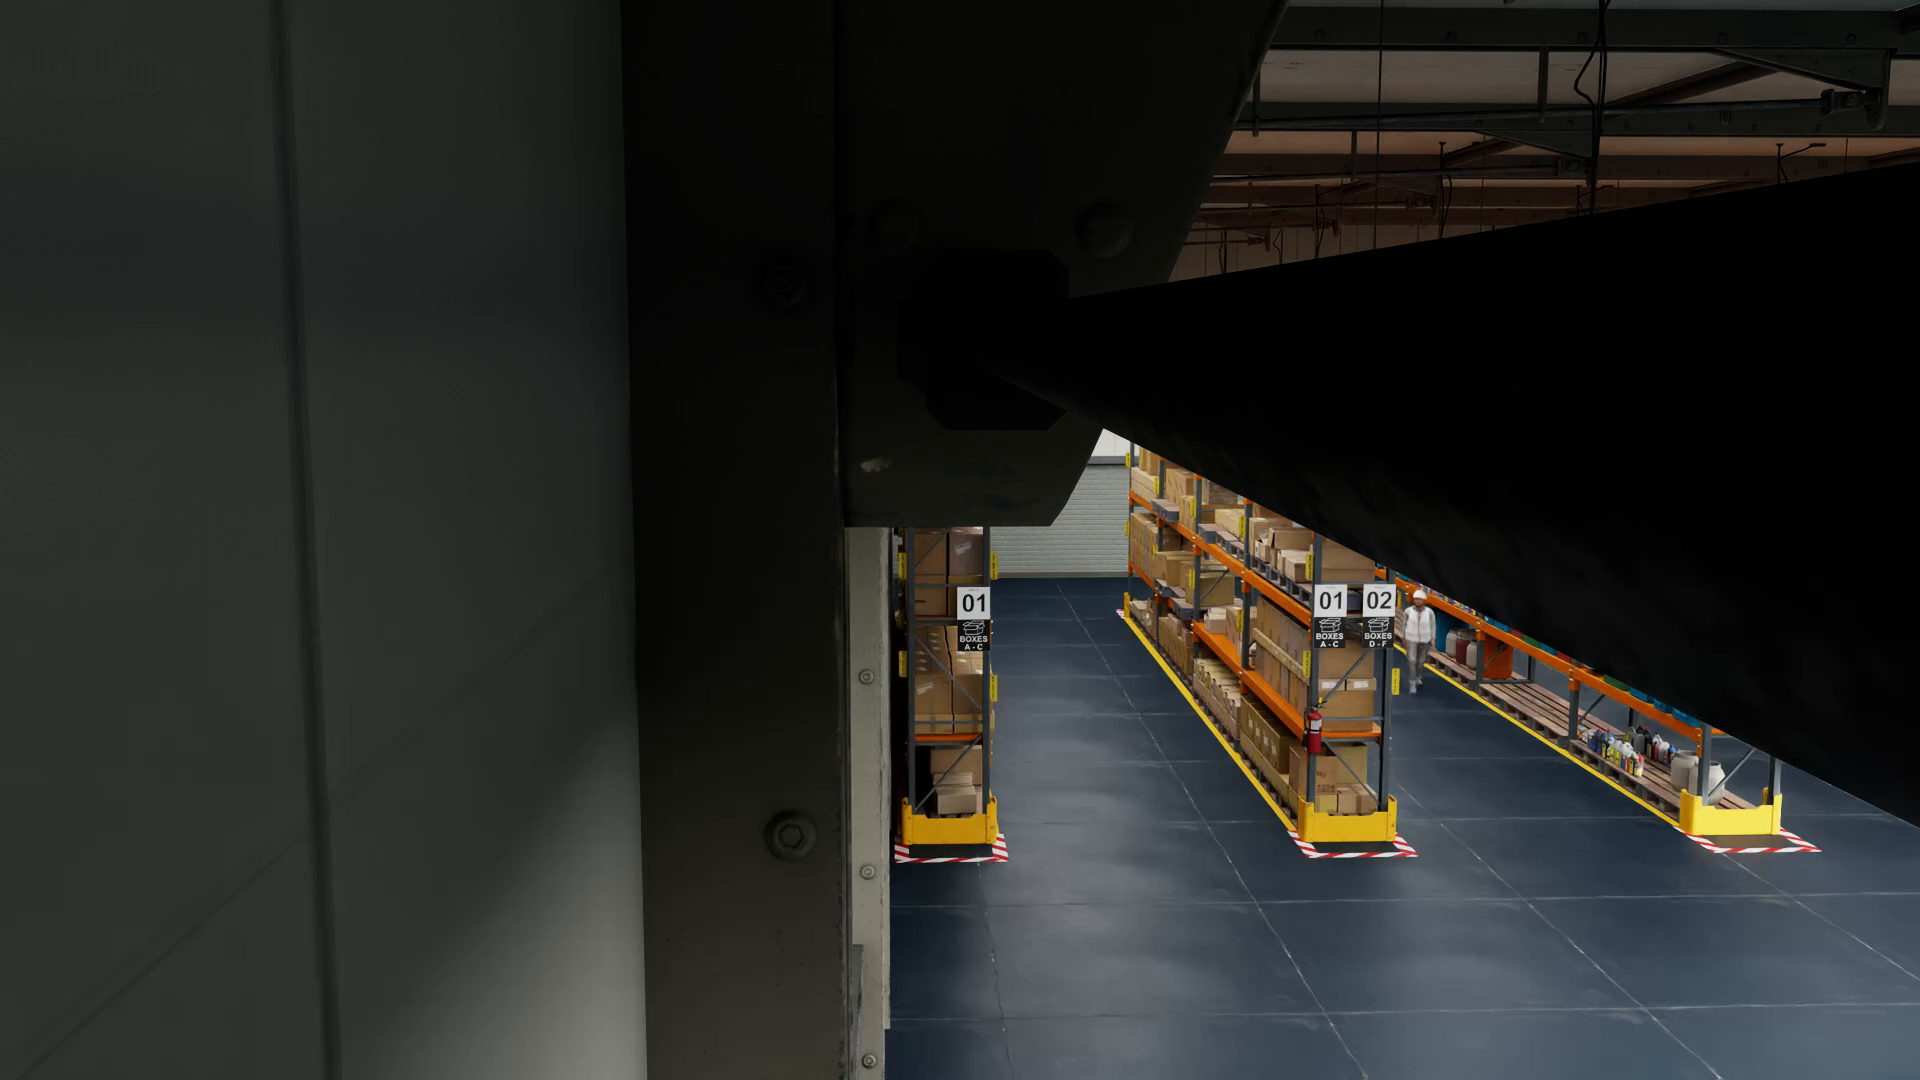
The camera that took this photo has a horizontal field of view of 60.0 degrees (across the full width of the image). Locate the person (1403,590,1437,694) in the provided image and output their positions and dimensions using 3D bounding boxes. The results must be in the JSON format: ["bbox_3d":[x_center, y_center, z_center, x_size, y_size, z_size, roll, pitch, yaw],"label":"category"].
[{"bbox_3d":[8.018,1.743,28.993,0.546,1.731,1.004,1,7,6],"label":"person"}]
